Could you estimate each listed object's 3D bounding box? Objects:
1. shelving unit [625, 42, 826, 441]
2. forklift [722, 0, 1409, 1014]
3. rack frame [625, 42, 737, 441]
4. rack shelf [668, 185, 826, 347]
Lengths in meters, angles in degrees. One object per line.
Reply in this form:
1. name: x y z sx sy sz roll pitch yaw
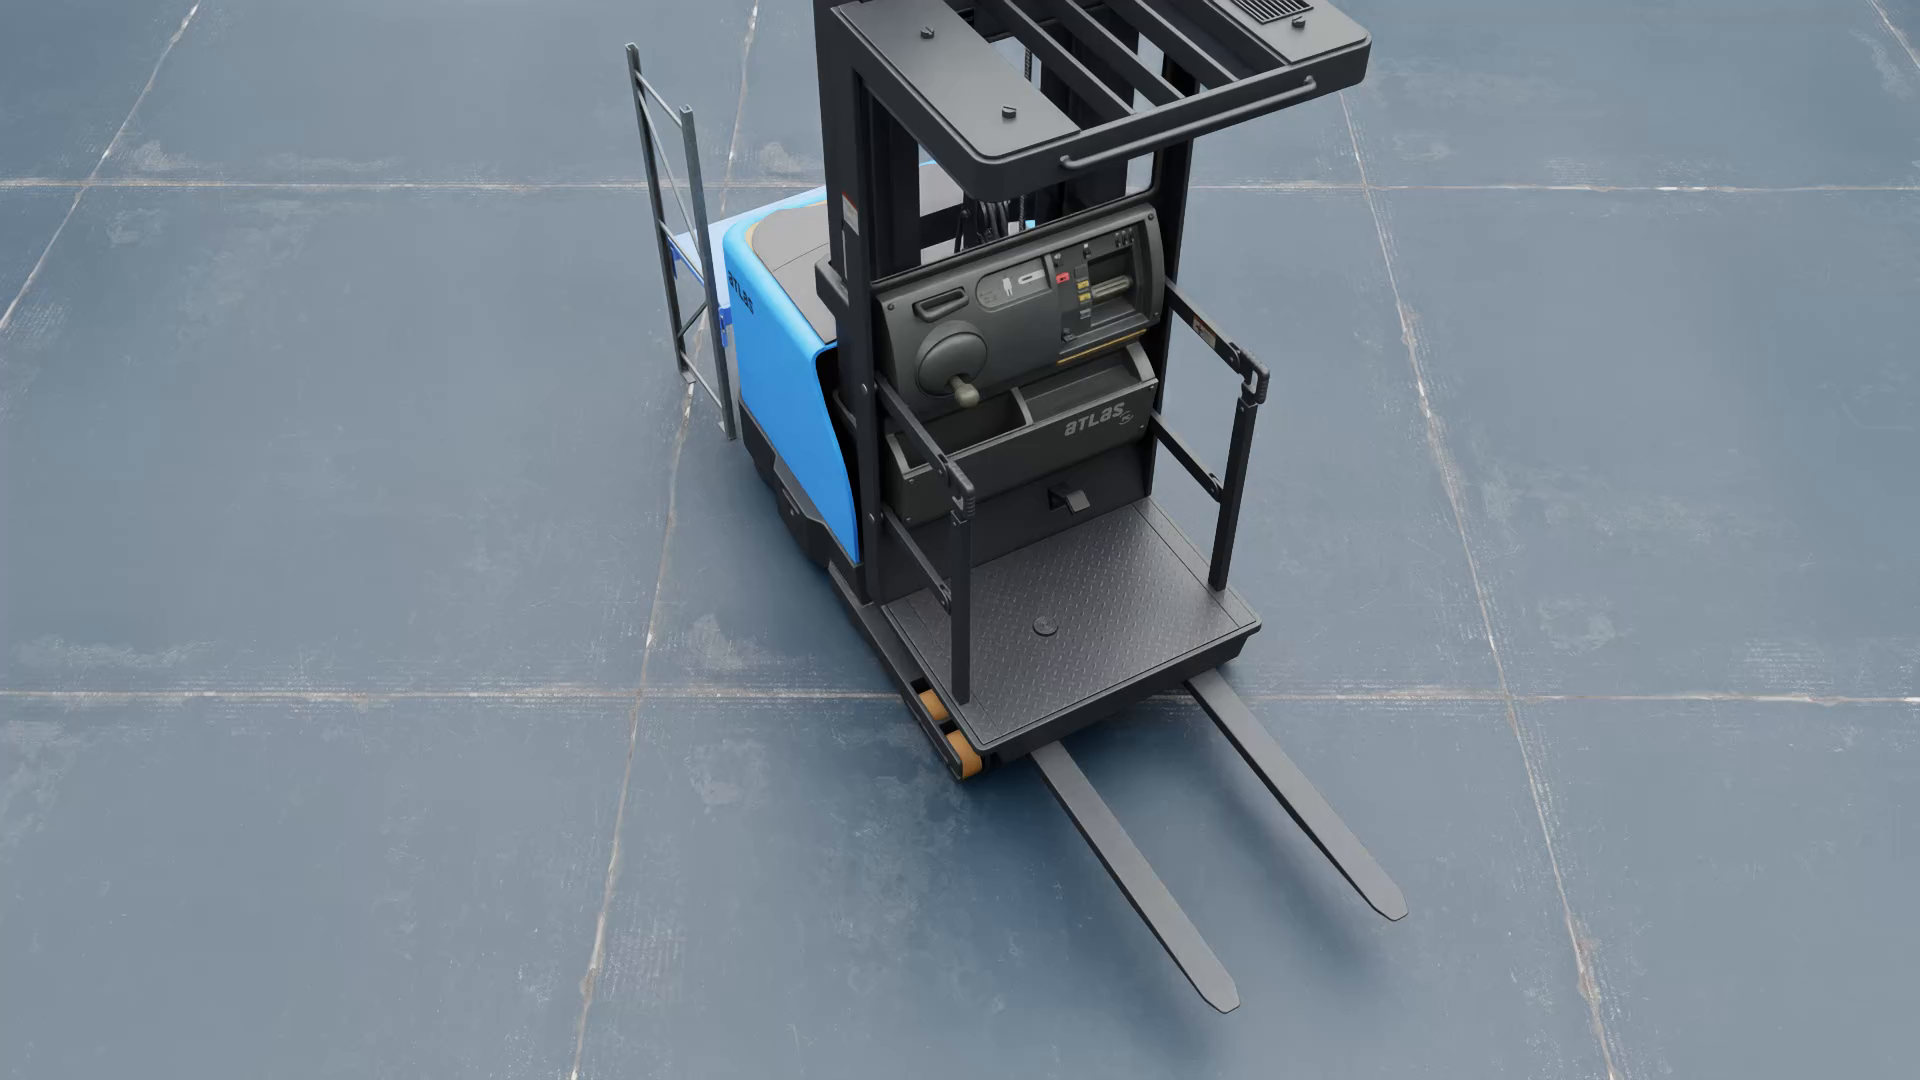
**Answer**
1. shelving unit: -0.594 -1.260 6.398 1.048 1.500 0.538 -24 51 -20
2. forklift: 0.305 -0.595 4.801 1.130 2.935 3.031 -22 51 -19
3. rack frame: -1.030 -1.069 6.220 0.032 1.500 0.500 -24 51 -20
4. rack shelf: -0.594 -1.137 6.530 1.000 0.185 0.538 -24 51 -20
